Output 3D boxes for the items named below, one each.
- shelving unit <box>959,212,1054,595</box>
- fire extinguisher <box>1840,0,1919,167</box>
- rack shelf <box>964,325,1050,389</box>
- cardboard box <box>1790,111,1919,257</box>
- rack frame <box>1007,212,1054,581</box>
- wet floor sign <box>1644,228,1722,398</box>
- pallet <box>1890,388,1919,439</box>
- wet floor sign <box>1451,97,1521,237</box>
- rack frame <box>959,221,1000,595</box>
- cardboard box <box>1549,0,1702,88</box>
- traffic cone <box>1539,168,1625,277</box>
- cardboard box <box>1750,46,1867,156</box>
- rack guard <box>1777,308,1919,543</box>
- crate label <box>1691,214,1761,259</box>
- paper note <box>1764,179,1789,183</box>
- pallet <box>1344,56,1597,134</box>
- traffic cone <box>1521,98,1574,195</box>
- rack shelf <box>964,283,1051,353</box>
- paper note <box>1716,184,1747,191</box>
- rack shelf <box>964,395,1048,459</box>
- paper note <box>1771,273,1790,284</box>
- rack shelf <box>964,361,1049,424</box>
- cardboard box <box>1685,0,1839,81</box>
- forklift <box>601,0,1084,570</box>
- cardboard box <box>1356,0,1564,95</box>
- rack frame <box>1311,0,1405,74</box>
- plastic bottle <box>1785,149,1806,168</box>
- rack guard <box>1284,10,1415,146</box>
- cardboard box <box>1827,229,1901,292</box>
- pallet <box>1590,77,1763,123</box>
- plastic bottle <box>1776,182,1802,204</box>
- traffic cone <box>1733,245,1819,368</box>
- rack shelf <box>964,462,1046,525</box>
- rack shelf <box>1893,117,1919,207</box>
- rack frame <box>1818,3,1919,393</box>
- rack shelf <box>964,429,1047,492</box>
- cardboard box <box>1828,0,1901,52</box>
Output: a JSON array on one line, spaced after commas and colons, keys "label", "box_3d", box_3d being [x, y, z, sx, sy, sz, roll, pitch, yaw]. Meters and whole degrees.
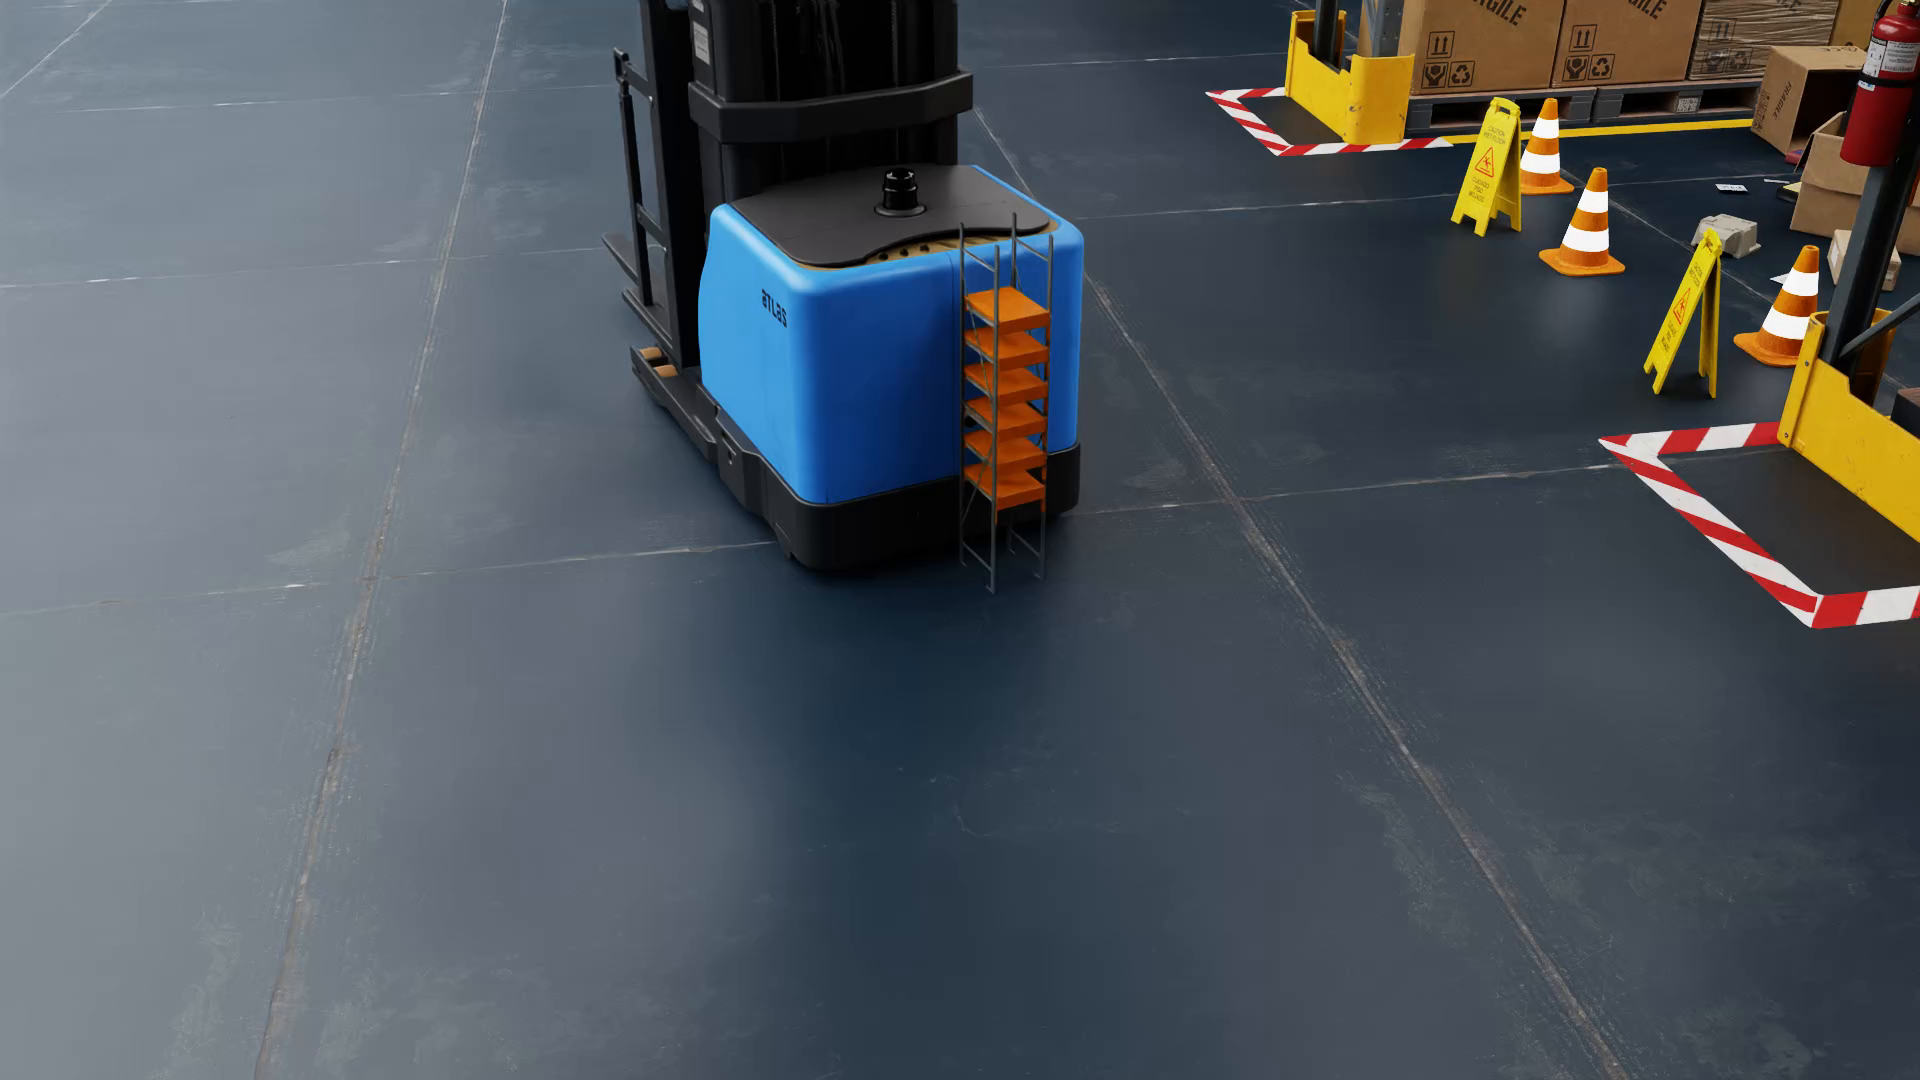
[{"label": "shelving unit", "box_3d": [0.137, -0.413, 5.268, 0.189, 1.200, 0.258, -15, 34, -24]}, {"label": "fire extinguisher", "box_3d": [3.146, -1.610, 5.606, 0.183, 0.674, 0.296, -5, 31, -9]}, {"label": "rack shelf", "box_3d": [0.137, -0.581, 5.169, 0.180, 0.103, 0.258, -15, 34, -24]}, {"label": "cardboard box", "box_3d": [4.613, -1.771, 8.265, 0.797, 0.503, 0.637, 23, 37, 33]}, {"label": "rack frame", "box_3d": [0.218, -0.434, 5.305, 0.006, 1.200, 0.240, -15, 34, -24]}, {"label": "wet floor sign", "box_3d": [2.962, -0.926, 6.688, 0.232, 0.644, 0.267, 5, 31, 8]}, {"label": "pallet", "box_3d": [4.222, -0.286, 6.028, 1.213, 0.211, 1.003, -5, 31, -9]}, {"label": "wet floor sign", "box_3d": [2.678, -1.879, 8.308, 0.232, 0.644, 0.267, -11, 32, -17]}, {"label": "rack frame", "box_3d": [0.056, -0.391, 5.231, 0.006, 1.200, 0.240, -15, 34, -24]}, {"label": "cardboard box", "box_3d": [3.871, -3.325, 10.127, 0.875, 0.875, 0.875, -6, 31, -10]}, {"label": "traffic cone", "box_3d": [2.998, -1.536, 7.905, 0.334, 0.463, 0.336, -5, 31, -9]}, {"label": "cardboard box", "box_3d": [4.943, -2.519, 9.538, 0.500, 0.500, 0.500, 0, 30, 0]}, {"label": "rack guard", "box_3d": [3.416, -0.354, 5.859, 0.348, 0.500, 1.175, -5, 31, -9]}, {"label": "crate label", "box_3d": [3.760, -1.498, 8.162, 0.298, 0.136, 0.250, -23, 38, -34]}, {"label": "paper note", "box_3d": [4.453, -1.955, 9.065, 0.123, 0.001, 0.032, 10, 32, 17]}, {"label": "pallet", "box_3d": [3.123, -2.793, 10.292, 1.213, 0.211, 1.003, -5, 31, -9]}, {"label": "traffic cone", "box_3d": [3.128, -2.130, 8.916, 0.334, 0.463, 0.336, -5, 31, -9]}, {"label": "rack shelf", "box_3d": [0.137, -0.685, 5.108, 0.180, 0.103, 0.258, -15, 34, -24]}, {"label": "paper note", "box_3d": [4.158, -1.896, 8.945, 0.142, 0.017, 0.144, 5, 31, 8]}, {"label": "rack shelf", "box_3d": [0.137, -0.374, 5.291, 0.180, 0.103, 0.258, -15, 34, -24]}, {"label": "paper note", "box_3d": [3.913, -1.223, 7.800, 0.142, 0.019, 0.148, -17, 34, -26]}, {"label": "rack shelf", "box_3d": [0.137, -0.478, 5.230, 0.180, 0.103, 0.258, -15, 34, -24]}, {"label": "cardboard box", "box_3d": [4.768, -3.407, 10.266, 0.875, 0.875, 0.875, -5, 31, -9]}, {"label": "forklift", "box_3d": [-0.691, -1.889, 6.071, 1.130, 2.935, 3.031, -14, 33, -23]}, {"label": "cardboard box", "box_3d": [3.005, -3.243, 9.988, 0.875, 0.875, 0.875, -5, 31, -9]}, {"label": "rack frame", "box_3d": [2.350, -3.883, 9.395, 0.127, 3.000, 1.000, -5, 31, -9]}, {"label": "plastic bottle", "box_3d": [4.770, -2.108, 9.274, 0.133, 0.061, 0.283, -17, 34, -26]}, {"label": "rack guard", "box_3d": [2.327, -2.804, 10.025, 0.348, 0.500, 1.175, -5, 31, -9]}, {"label": "cardboard box", "box_3d": [4.266, -1.322, 7.852, 0.250, 0.149, 0.380, 10, 32, 17]}, {"label": "pallet", "box_3d": [4.320, -2.903, 10.479, 1.213, 0.211, 1.003, -5, 31, -9]}, {"label": "plastic bottle", "box_3d": [4.490, -1.856, 8.846, 0.283, 0.061, 0.133, -17, 34, -26]}, {"label": "traffic cone", "box_3d": [3.532, -1.013, 7.017, 0.334, 0.463, 0.336, -5, 31, -9]}, {"label": "rack shelf", "box_3d": [0.137, -0.167, 5.412, 0.180, 0.103, 0.258, -15, 34, -24]}, {"label": "rack shelf", "box_3d": [5.309, -1.297, 5.706, 4.000, 0.370, 1.077, -5, 31, -9]}, {"label": "rack frame", "box_3d": [3.341, -1.424, 5.213, 0.127, 3.000, 1.000, -5, 31, -9]}, {"label": "rack shelf", "box_3d": [0.137, -0.271, 5.351, 0.180, 0.103, 0.258, -15, 34, -24]}, {"label": "cardboard box", "box_3d": [5.654, -3.491, 10.410, 0.875, 0.875, 0.875, -5, 31, -8]}]
